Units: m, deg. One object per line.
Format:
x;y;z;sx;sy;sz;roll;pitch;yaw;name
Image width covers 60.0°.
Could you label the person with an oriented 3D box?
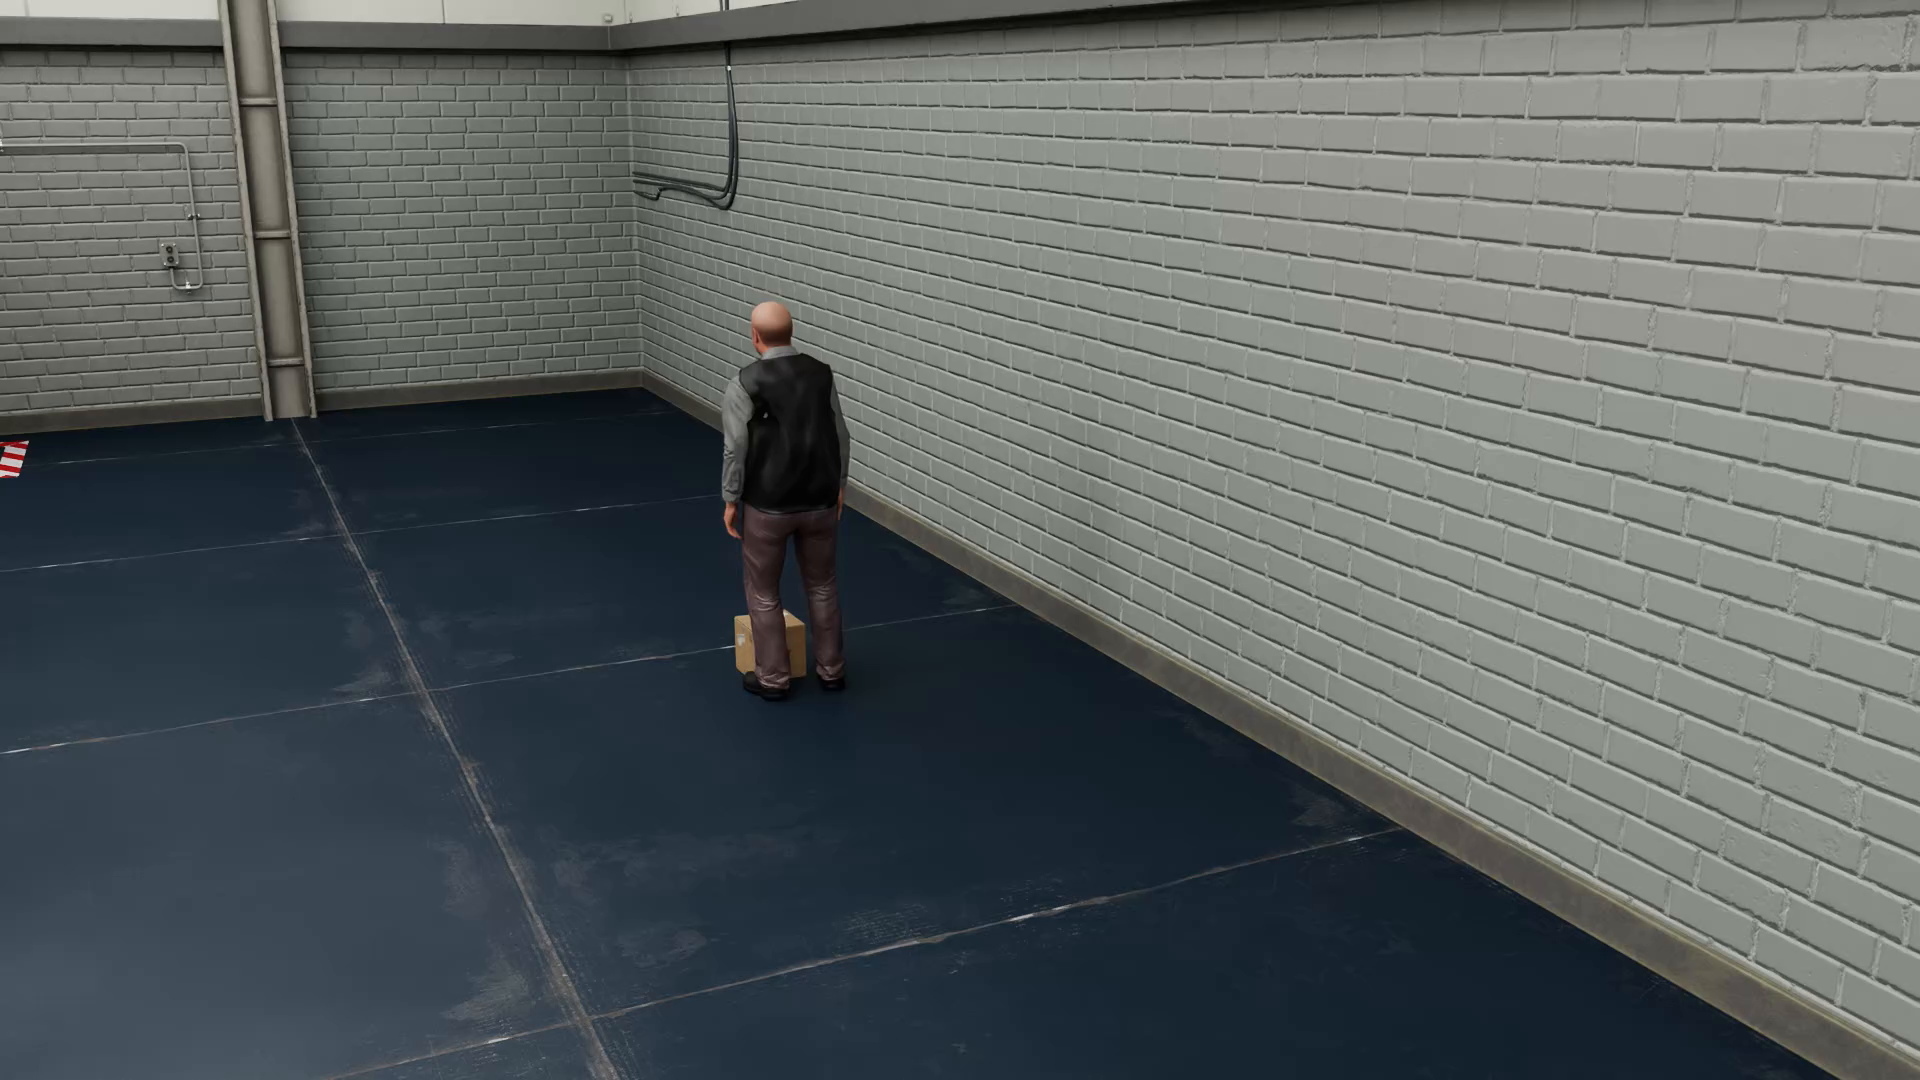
-0.739;-0.157;7.150;0.586;1.720;0.423;-8;17;-28;person
